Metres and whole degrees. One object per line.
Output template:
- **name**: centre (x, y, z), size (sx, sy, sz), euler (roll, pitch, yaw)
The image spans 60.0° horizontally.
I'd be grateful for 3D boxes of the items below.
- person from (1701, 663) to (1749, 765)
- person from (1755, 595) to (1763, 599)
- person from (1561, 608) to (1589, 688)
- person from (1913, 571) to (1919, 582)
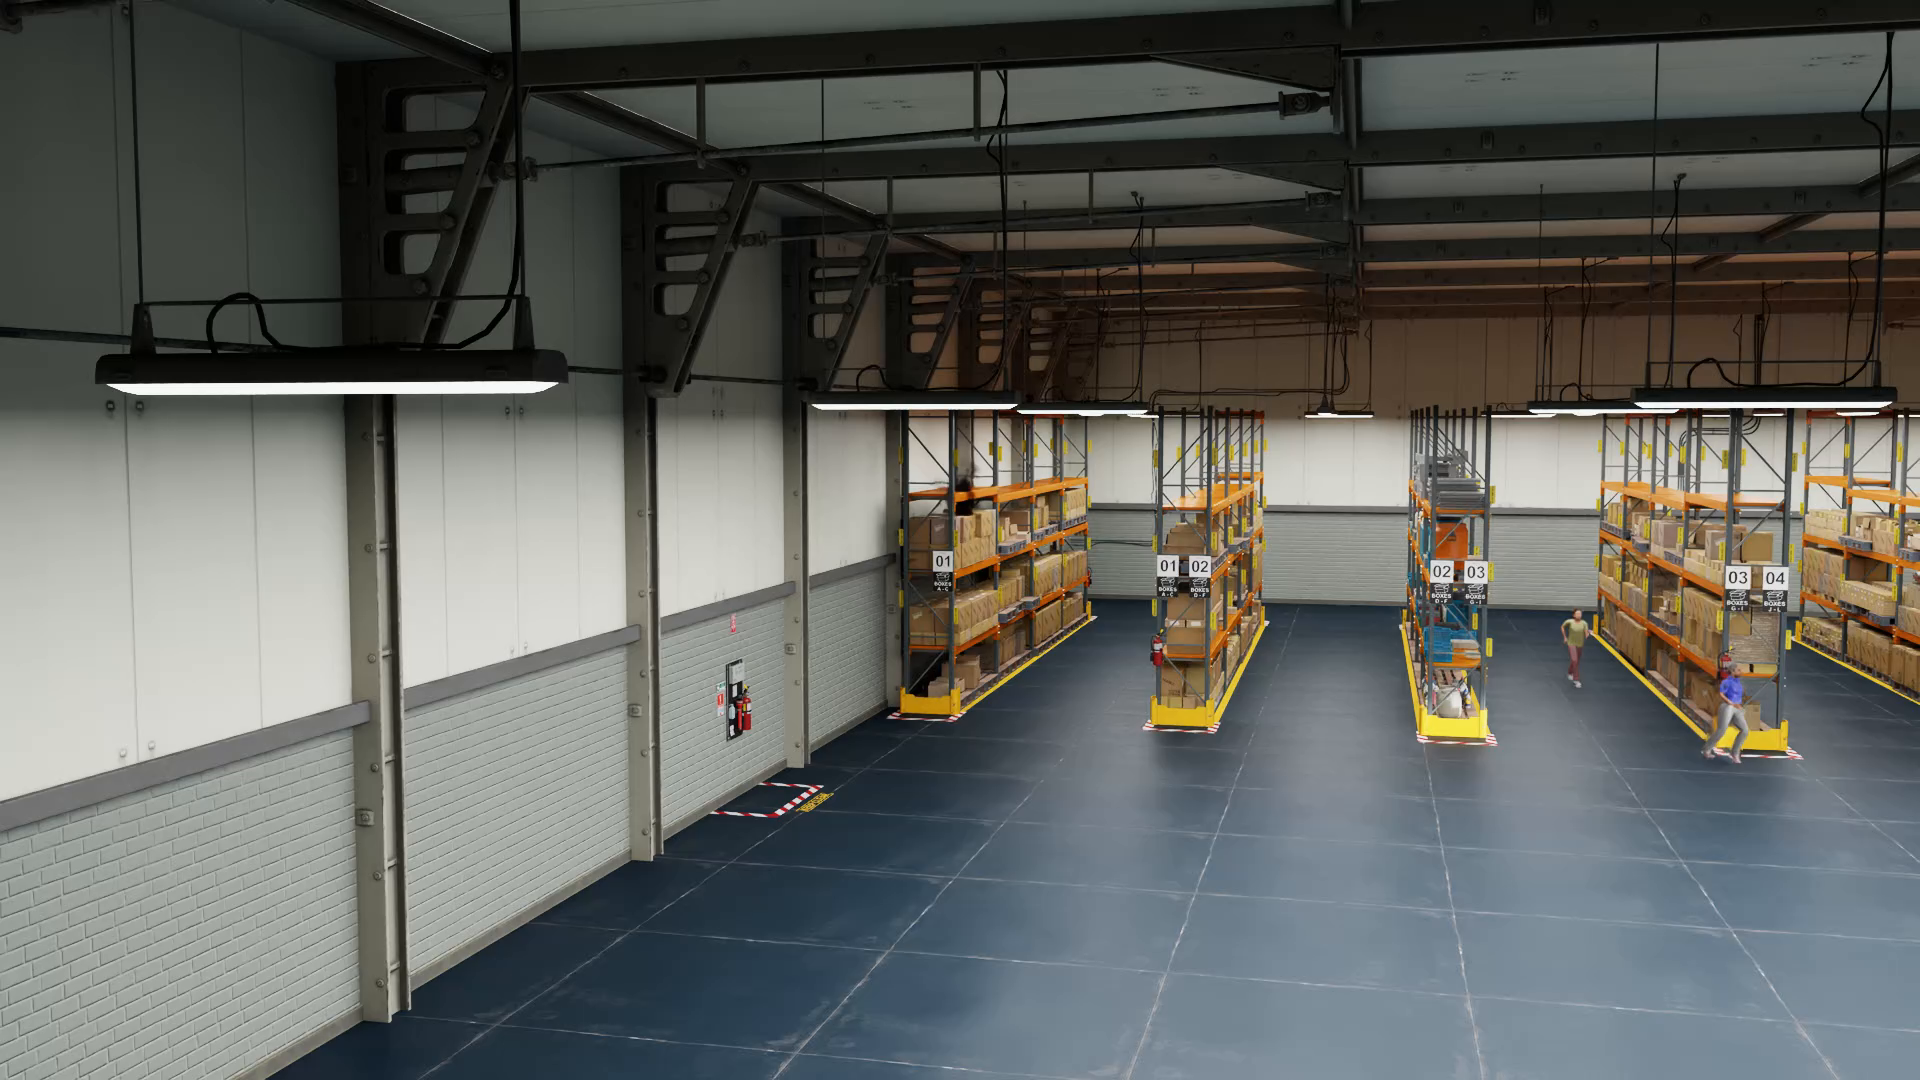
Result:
- **person**: centre (12.953, 2.919, 27.991), size (0.664, 1.661, 0.680), euler (-2, 5, -31)
- **person**: centre (20.444, 1.864, 42.474), size (0.594, 1.617, 0.642), euler (2, 4, 20)
- **person**: centre (13.341, 2.303, 36.059), size (0.532, 1.681, 0.953), euler (0, 4, -1)
- **person**: centre (25.389, 1.690, 43.963), size (0.873, 1.771, 0.711), euler (2, 4, 23)
